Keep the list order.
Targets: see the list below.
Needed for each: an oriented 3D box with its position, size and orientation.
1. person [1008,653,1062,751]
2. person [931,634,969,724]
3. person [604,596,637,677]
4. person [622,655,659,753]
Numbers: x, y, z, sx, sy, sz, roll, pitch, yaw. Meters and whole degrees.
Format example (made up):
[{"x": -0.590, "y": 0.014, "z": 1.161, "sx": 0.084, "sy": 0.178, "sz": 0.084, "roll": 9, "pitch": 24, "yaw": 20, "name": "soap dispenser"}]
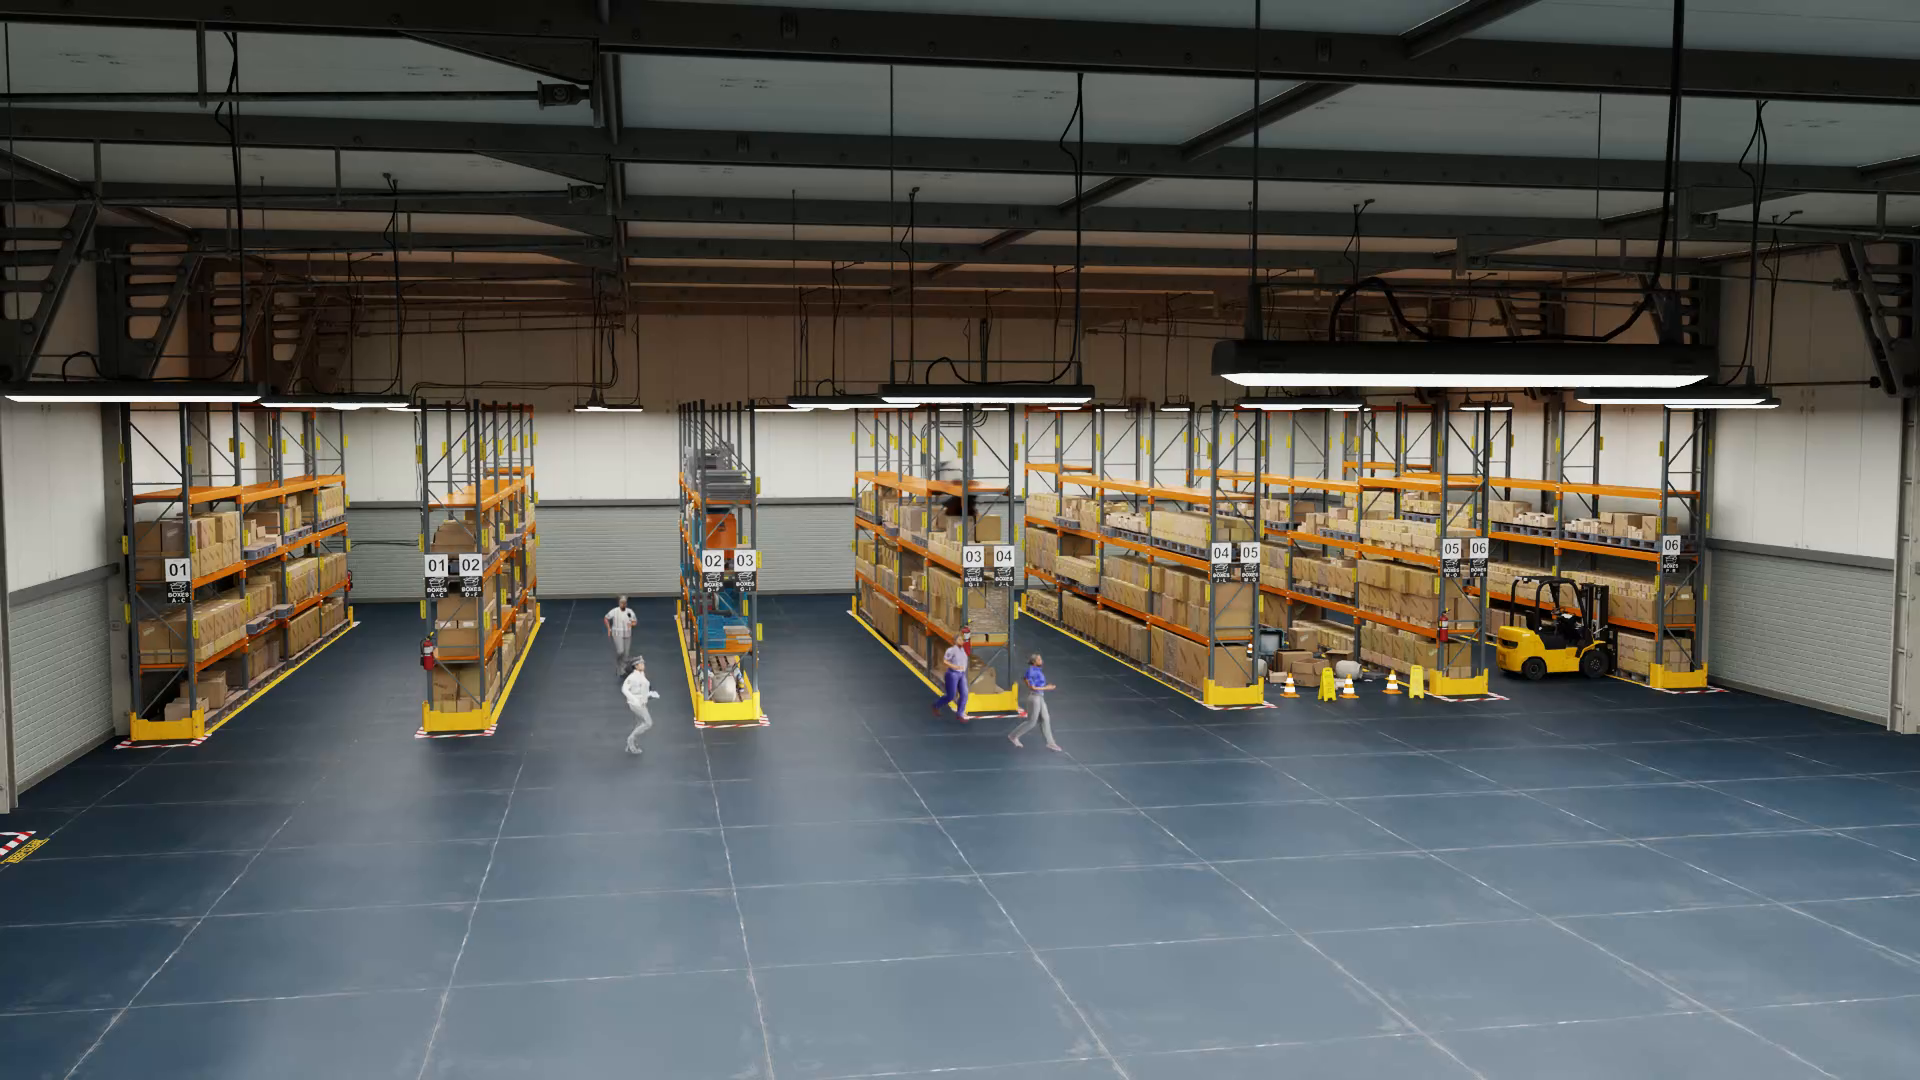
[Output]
[{"x": 1.274, "y": 2.756, "z": 28.195, "sx": 0.921, "sy": 1.652, "sz": 0.576, "roll": 1, "pitch": 4, "yaw": 12, "name": "person"}, {"x": -0.107, "y": 2.588, "z": 31.097, "sx": 0.808, "sy": 1.627, "sz": 0.616, "roll": 4, "pitch": 6, "yaw": 42, "name": "person"}, {"x": -7.373, "y": 2.099, "z": 36.356, "sx": 0.652, "sy": 1.773, "sz": 0.653, "roll": -2, "pitch": 5, "yaw": -28, "name": "person"}, {"x": -5.374, "y": 2.768, "z": 28.047, "sx": 0.560, "sy": 1.653, "sz": 0.589, "roll": 1, "pitch": 4, "yaw": 8, "name": "person"}]
